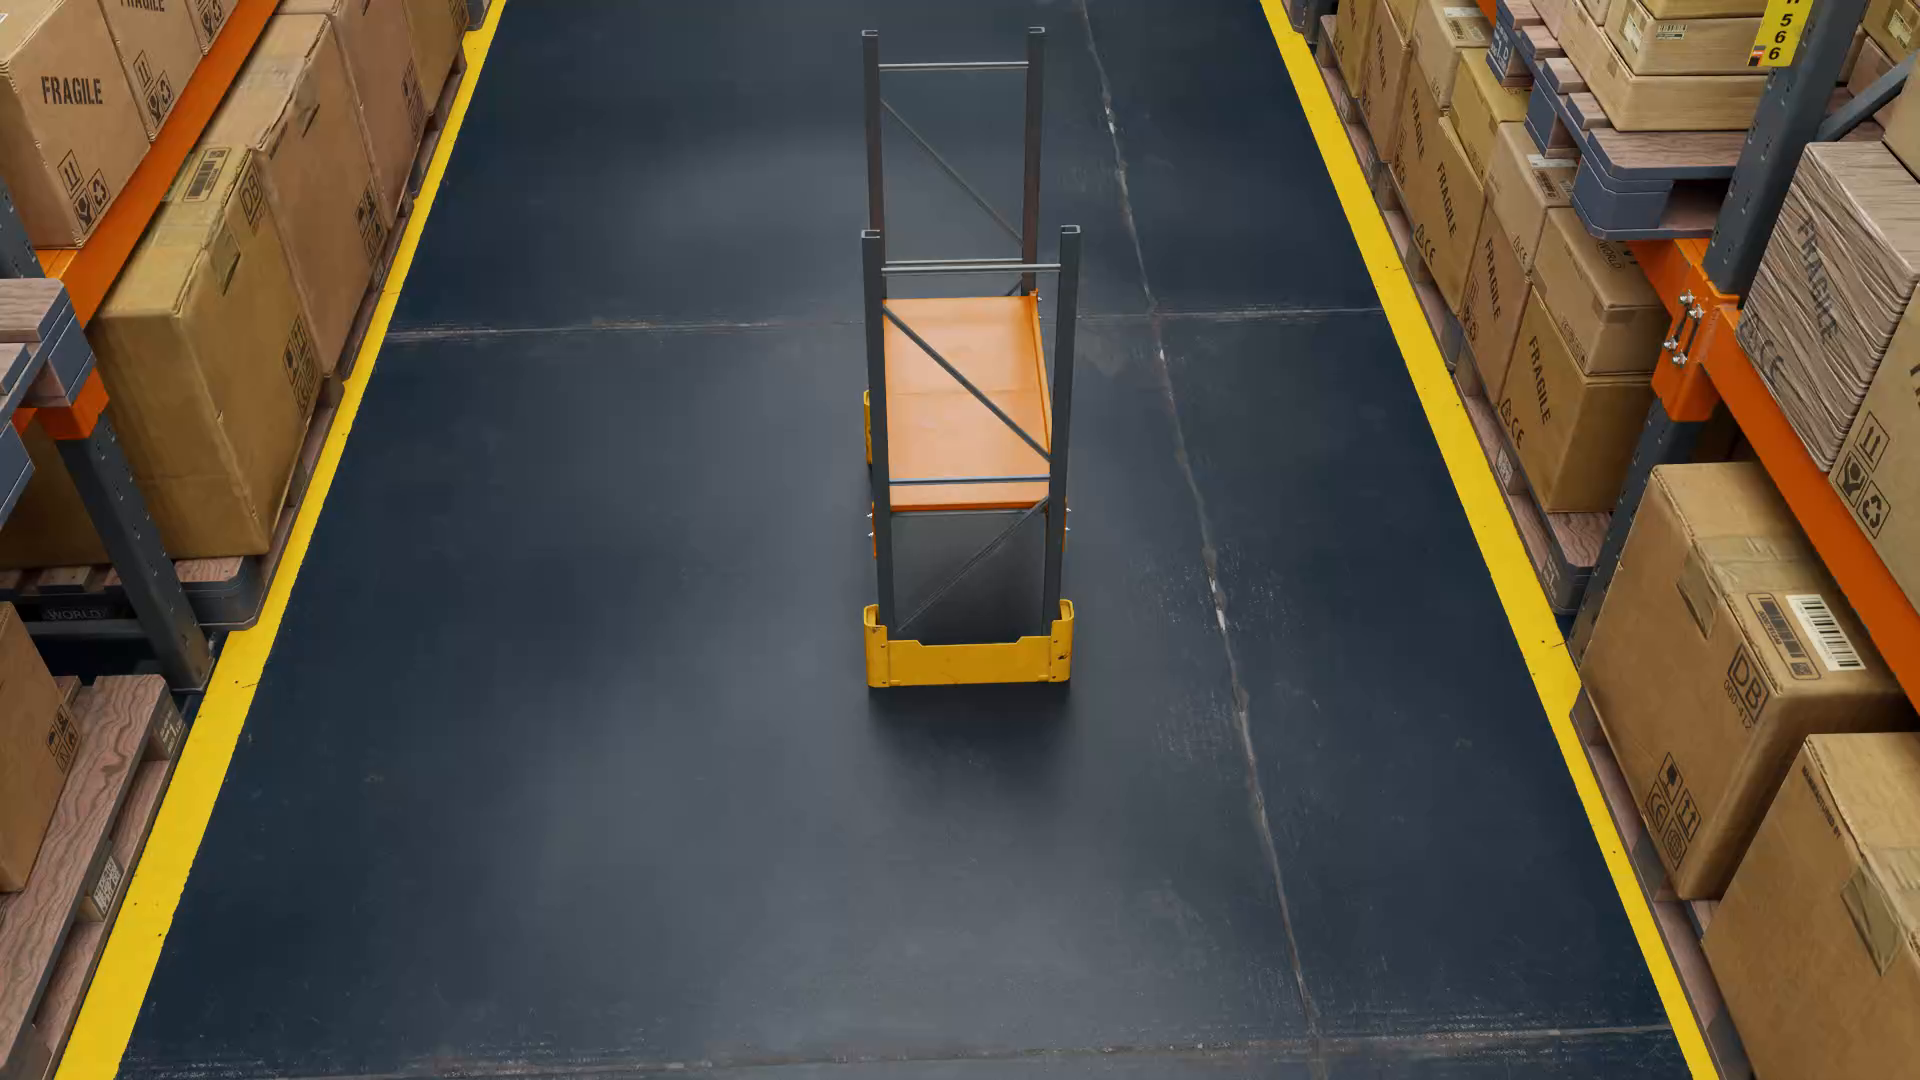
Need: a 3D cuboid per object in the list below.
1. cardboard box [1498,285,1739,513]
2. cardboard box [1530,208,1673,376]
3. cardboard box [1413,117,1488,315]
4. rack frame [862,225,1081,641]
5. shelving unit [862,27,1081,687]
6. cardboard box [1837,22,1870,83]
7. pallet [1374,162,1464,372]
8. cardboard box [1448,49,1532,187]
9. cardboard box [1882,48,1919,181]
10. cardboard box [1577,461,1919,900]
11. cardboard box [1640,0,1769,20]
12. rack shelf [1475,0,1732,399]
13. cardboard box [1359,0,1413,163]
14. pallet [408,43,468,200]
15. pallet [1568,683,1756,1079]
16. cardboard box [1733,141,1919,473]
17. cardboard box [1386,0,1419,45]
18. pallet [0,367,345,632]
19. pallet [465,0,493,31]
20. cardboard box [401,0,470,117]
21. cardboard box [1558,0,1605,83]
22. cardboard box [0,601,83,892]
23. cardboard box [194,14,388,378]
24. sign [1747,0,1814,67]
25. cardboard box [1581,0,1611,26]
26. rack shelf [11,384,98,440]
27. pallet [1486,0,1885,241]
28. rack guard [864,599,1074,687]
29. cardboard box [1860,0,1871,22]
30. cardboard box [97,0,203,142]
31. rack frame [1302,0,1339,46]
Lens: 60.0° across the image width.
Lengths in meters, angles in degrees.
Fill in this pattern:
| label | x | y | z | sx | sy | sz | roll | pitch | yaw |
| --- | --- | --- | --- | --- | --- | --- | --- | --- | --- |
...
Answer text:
| label | x | y | z | sx | sy | sz | roll | pitch | yaw |
| --- | --- | --- | --- | --- | --- | --- | --- | --- | --- |
| cardboard box | 2.000 | -0.437 | 5.046 | 0.500 | 0.500 | 0.500 | -2 | 43 | -2 |
| cardboard box | 1.999 | -0.731 | 4.812 | 0.500 | 0.250 | 0.500 | -3 | 43 | -3 |
| cardboard box | 1.943 | -1.145 | 5.818 | 0.500 | 0.500 | 0.500 | -3 | 43 | -4 |
| rack frame | 0.025 | -0.152 | 4.306 | 0.500 | 1.500 | 0.032 | -2 | 43 | -2 |
| shelving unit | 0.003 | -0.501 | 4.687 | 0.587 | 1.500 | 1.083 | -2 | 43 | -2 |
| cardboard box | 2.461 | -1.319 | 4.344 | 0.380 | 0.149 | 0.250 | 0 | 43 | 0 |
| pallet | 2.209 | -1.089 | 6.281 | 1.003 | 0.211 | 1.213 | -2 | 43 | -2 |
| cardboard box | 1.960 | -1.415 | 5.559 | 0.500 | 0.250 | 0.500 | -1 | 43 | -1 |
| cardboard box | 2.299 | -0.869 | 3.165 | 0.700 | 0.500 | 0.500 | -2 | 43 | -2 |
| cardboard box | 2.226 | 0.321 | 4.034 | 1.050 | 0.750 | 0.750 | -2 | 43 | -2 |
| cardboard box | 1.811 | -1.367 | 3.956 | 0.380 | 0.149 | 0.250 | -3 | 43 | -3 |
| rack shelf | 2.205 | -1.852 | 5.583 | 1.077 | 0.370 | 4.000 | -2 | 43 | -2 |
| cardboard box | 1.910 | -1.837 | 6.574 | 0.500 | 0.500 | 0.500 | 0 | 43 | 0 |
| pallet | -2.732 | -1.847 | 7.109 | 1.003 | 0.211 | 1.213 | -2 | 43 | -2 |
| pallet | 2.248 | 0.795 | 4.226 | 1.003 | 0.211 | 1.213 | -2 | 43 | -2 |
| cardboard box | 2.039 | -0.493 | 3.494 | 0.500 | 0.500 | 0.500 | -1 | 43 | -1 |
| cardboard box | 1.912 | -2.112 | 6.318 | 0.500 | 0.250 | 0.500 | -1 | 43 | -1 |
| pallet | -2.628 | -0.200 | 5.312 | 1.003 | 0.211 | 1.213 | -2 | 43 | -2 |
| pallet | -2.794 | -2.881 | 8.237 | 1.003 | 0.211 | 1.213 | -2 | 43 | -2 |
| cardboard box | -2.793 | -2.334 | 6.838 | 1.225 | 0.875 | 0.875 | -2 | 43 | -2 |
| cardboard box | 1.801 | -1.317 | 4.342 | 0.380 | 0.149 | 0.250 | -2 | 43 | -2 |
| cardboard box | -2.622 | 0.518 | 3.990 | 0.700 | 0.500 | 0.500 | -4 | 43 | -4 |
| cardboard box | -2.709 | -1.133 | 5.528 | 1.225 | 0.875 | 0.875 | -2 | 43 | -2 |
| sign | 1.748 | -1.143 | 3.479 | 0.100 | 0.325 | 0.005 | -2 | 43 | -2 |
| cardboard box | 1.801 | -1.440 | 4.256 | 0.380 | 0.149 | 0.250 | 0 | 43 | 0 |
| rack shelf | -2.585 | 0.922 | 2.556 | 1.077 | 0.370 | 4.000 | -2 | 43 | -2 |
| pallet | 2.153 | -1.175 | 4.454 | 1.213 | 0.211 | 1.003 | -2 | 43 | -2 |
| rack guard | 0.024 | 0.296 | 4.743 | 0.587 | 0.250 | 0.087 | -2 | 43 | -2 |
| cardboard box | 2.456 | -1.454 | 4.272 | 0.380 | 0.149 | 0.250 | 0 | 43 | 0 |
| cardboard box | -2.443 | -1.414 | 4.499 | 0.500 | 0.500 | 0.500 | -3 | 43 | -3 |
| rack frame | 2.120 | -3.468 | 6.813 | 1.000 | 3.000 | 0.127 | -2 | 43 | -2 |
